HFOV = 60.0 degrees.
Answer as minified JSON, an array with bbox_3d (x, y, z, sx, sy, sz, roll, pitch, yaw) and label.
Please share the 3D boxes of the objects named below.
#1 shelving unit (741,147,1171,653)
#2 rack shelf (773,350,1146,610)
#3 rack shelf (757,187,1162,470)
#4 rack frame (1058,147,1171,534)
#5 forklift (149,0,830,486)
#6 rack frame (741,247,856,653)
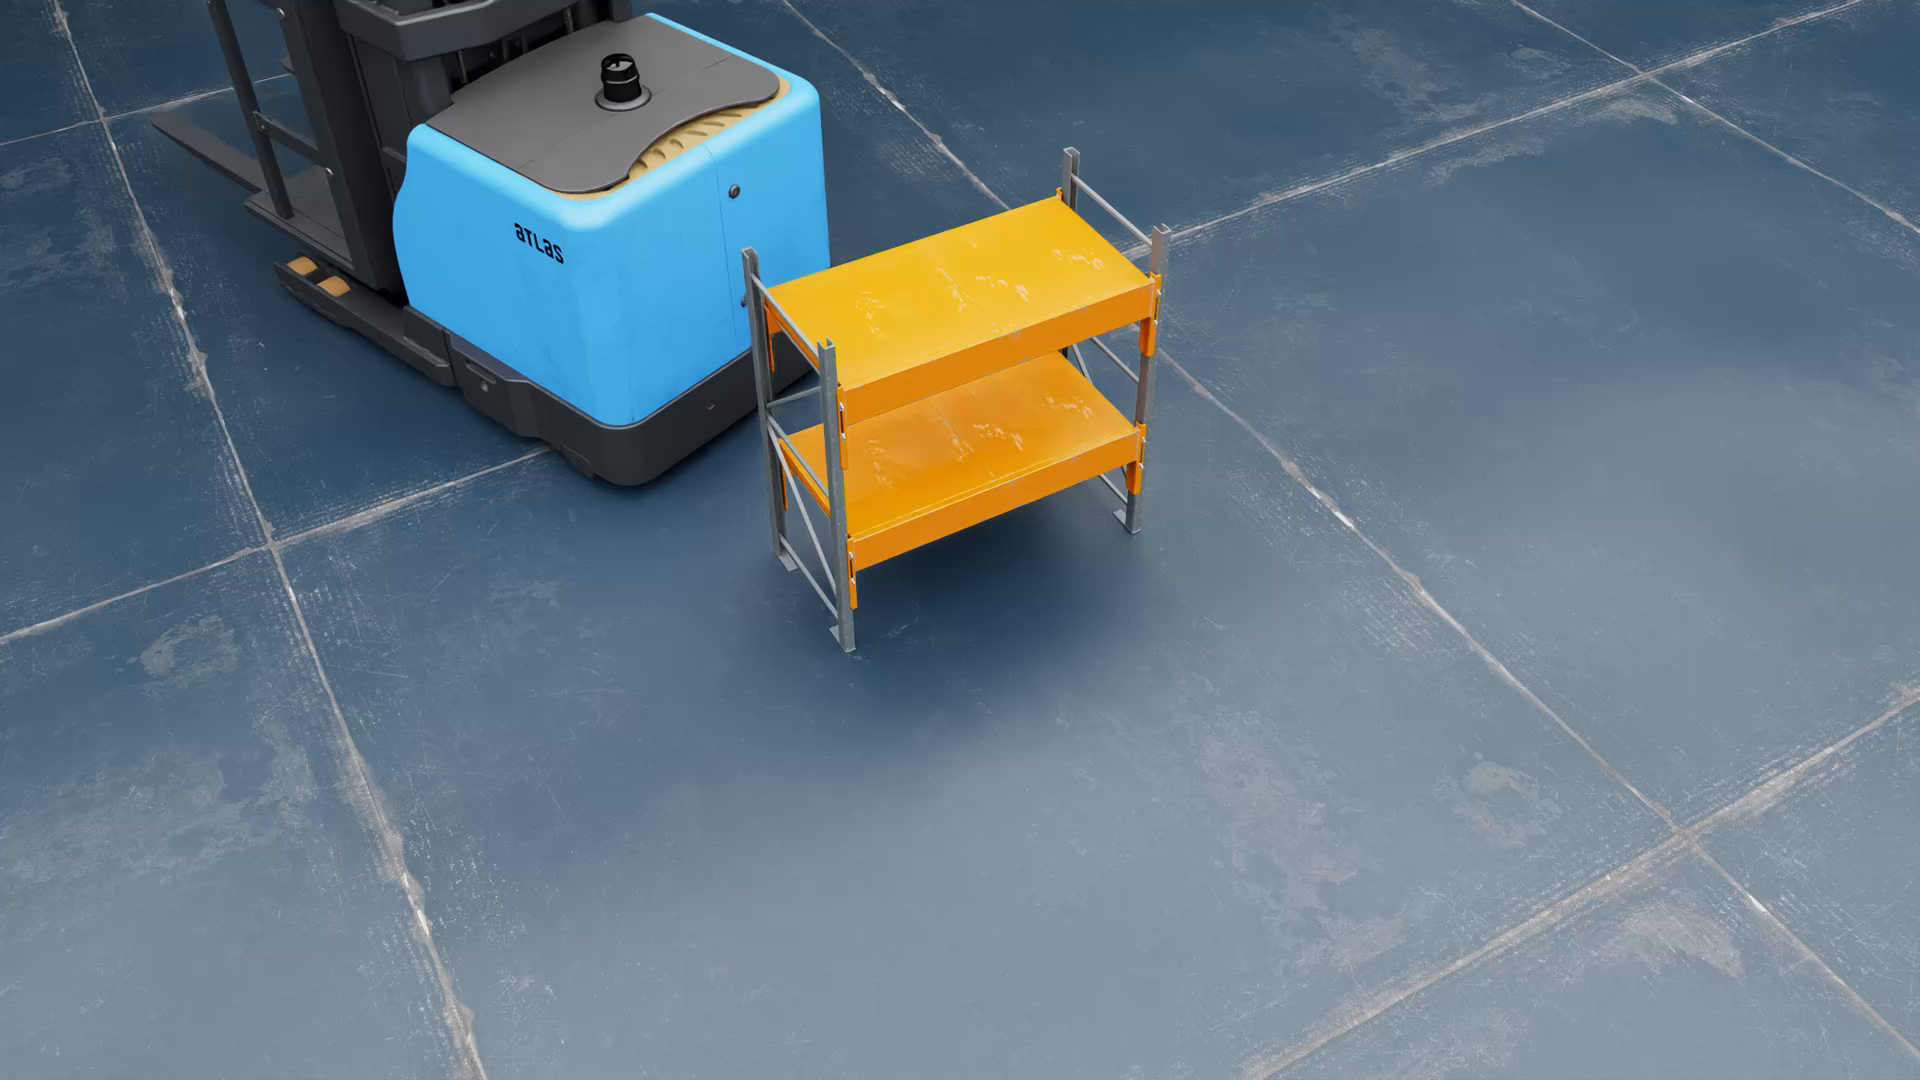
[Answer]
[{"bbox_3d":[-0.006,-0.401,4.856,1.048,1.125,0.538,-22,48,-21],"label":"shelving unit"},{"bbox_3d":[-0.006,-0.226,5.026,1.000,0.278,0.538,-22,48,-21],"label":"rack shelf"},{"bbox_3d":[-0.006,-0.611,4.652,1.000,0.278,0.538,-22,48,-21],"label":"rack shelf"},{"bbox_3d":[0.435,-0.578,5.038,0.032,1.125,0.500,-22,48,-21],"label":"rack frame"},{"bbox_3d":[-1.881,-2.096,5.305,3.031,2.935,1.130,30,52,27],"label":"forklift"},{"bbox_3d":[-0.447,-0.225,4.674,0.032,1.125,0.500,-22,48,-21],"label":"rack frame"}]
